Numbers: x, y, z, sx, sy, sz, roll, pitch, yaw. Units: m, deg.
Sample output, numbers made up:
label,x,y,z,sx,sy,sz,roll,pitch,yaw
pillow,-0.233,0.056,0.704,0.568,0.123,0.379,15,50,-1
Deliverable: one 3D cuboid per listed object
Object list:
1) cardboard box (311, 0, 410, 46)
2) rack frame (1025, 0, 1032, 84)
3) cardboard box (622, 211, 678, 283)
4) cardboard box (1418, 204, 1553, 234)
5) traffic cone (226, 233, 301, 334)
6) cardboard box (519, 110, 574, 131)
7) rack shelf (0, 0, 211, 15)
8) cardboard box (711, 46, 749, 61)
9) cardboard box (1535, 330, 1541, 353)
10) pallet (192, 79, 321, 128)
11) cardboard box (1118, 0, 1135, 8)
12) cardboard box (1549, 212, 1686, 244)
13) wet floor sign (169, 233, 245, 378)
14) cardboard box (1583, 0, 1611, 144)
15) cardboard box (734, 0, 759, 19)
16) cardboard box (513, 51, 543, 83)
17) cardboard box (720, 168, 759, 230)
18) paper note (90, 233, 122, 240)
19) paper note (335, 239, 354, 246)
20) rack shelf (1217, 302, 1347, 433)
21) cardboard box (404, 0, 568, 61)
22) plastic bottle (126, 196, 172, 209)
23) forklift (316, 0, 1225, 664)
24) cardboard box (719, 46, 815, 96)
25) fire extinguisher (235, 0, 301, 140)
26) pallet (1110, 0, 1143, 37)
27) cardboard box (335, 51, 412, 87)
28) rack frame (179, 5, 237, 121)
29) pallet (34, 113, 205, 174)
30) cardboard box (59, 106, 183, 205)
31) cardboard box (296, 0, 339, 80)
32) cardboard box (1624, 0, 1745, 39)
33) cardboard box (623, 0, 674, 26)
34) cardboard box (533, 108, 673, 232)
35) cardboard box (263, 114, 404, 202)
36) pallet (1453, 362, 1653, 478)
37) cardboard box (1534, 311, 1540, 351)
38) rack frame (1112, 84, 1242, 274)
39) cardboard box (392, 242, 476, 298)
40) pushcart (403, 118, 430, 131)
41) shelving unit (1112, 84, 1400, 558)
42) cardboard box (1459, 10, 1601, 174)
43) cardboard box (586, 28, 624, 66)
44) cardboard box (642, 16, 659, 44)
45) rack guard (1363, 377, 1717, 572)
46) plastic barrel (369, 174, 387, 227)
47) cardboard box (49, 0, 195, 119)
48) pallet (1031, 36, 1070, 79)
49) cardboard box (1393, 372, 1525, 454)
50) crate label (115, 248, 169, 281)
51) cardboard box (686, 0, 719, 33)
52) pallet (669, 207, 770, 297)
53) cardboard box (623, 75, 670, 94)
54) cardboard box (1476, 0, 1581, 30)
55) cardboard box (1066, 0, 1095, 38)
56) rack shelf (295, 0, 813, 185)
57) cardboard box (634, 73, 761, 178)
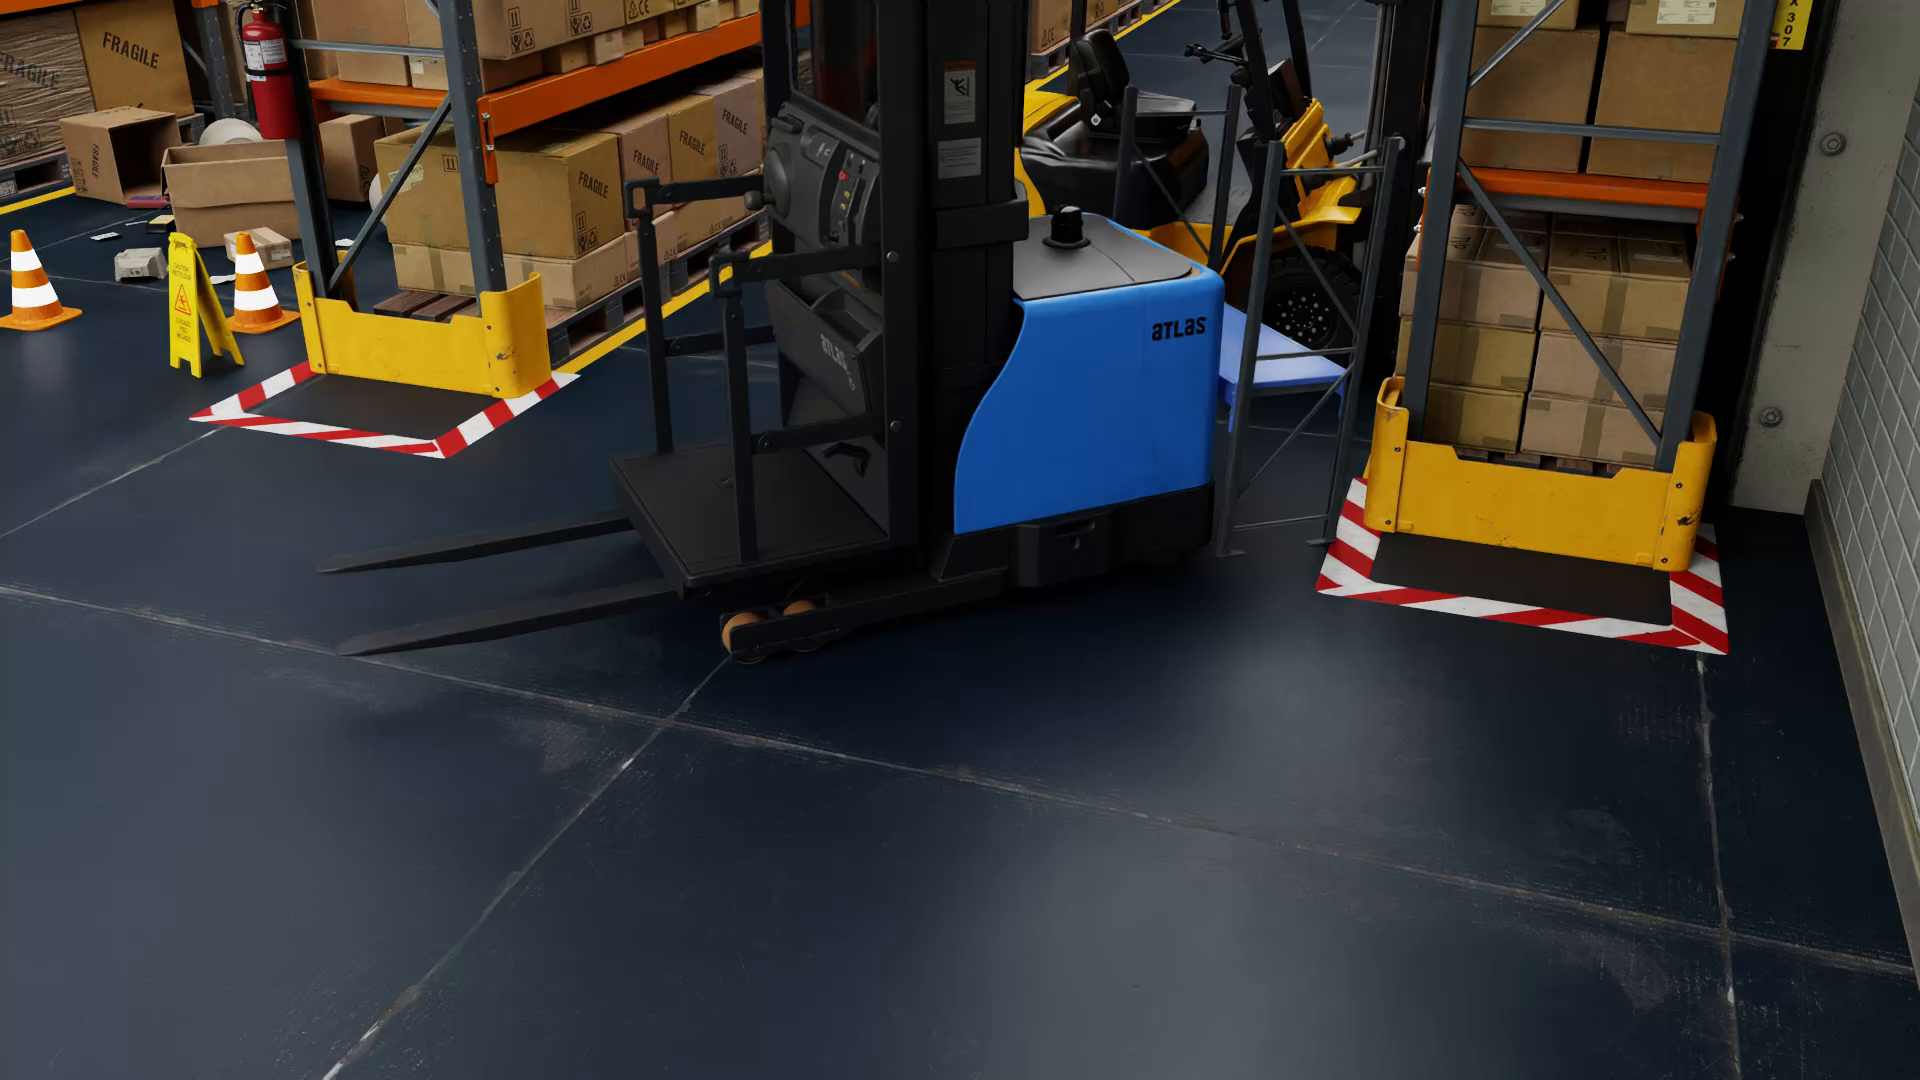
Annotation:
label,x,y,z,sx,sy,sz,roll,pitch,yaw
cardboard box,-2.615,-2.552,7.622,0.500,0.500,0.500,8,27,17
rack frame,0.126,-5.397,13.956,1.000,3.000,0.127,9,27,17
cardboard box,-1.830,-1.561,8.706,0.500,0.250,0.500,10,27,19
cardboard box,2.170,-1.238,6.891,0.500,0.250,0.500,9,27,18
traffic cone,-3.609,-1.332,8.470,0.336,0.463,0.334,9,27,17
cardboard box,-2.345,-1.981,8.712,0.500,0.500,0.500,10,28,19
rack shelf,-6.572,-3.284,10.417,1.077,0.370,4.000,9,27,17
cardboard box,-1.656,-2.839,10.485,0.500,0.500,0.500,10,28,20
cardboard box,2.655,-0.939,6.847,0.500,0.250,0.500,8,27,17
pallet,-5.720,-3.503,13.242,1.003,0.211,1.213,9,27,17
cardboard box,1.327,-6.008,17.172,0.875,0.875,0.875,10,27,19
cardboard box,2.648,-1.169,6.748,0.500,0.250,0.500,9,27,18
wet floor sign,-3.608,-1.127,7.838,0.267,0.644,0.232,20,32,35
cardboard box,2.725,-1.817,6.446,0.500,0.500,0.500,10,27,19
cardboard box,-1.359,-3.046,9.388,0.380,0.149,0.250,8,27,17
cardboard box,-2.157,-2.212,7.665,0.380,0.149,0.250,9,27,18
cardboard box,-1.489,-1.995,9.601,0.500,0.250,0.500,9,27,18
paper note,-5.128,-1.830,9.997,0.144,0.017,0.142,20,32,35
paper note,-3.674,-1.773,9.890,0.148,0.019,0.142,20,32,35
rack shelf,1.004,-0.690,6.333,0.538,0.185,1.000,-7,27,-22
cardboard box,-2.117,-2.443,7.398,0.500,0.500,0.500,8,27,17
plastic bottle,-5.163,-2.161,10.643,0.283,0.061,0.133,0,26,-1
forklift,-0.639,-1.177,5.317,3.031,2.935,1.130,-11,28,-22
cardboard box,-1.148,-2.761,10.322,0.500,0.500,0.500,8,27,17
fire extinguisher,-3.008,-2.095,7.223,0.296,0.674,0.183,9,27,17
pallet,1.272,-5.458,17.281,1.003,0.211,1.213,9,27,17
cardboard box,-2.613,-2.181,7.602,0.380,0.149,0.250,10,27,19
rack frame,-5.906,-4.430,11.957,1.000,3.000,0.127,9,27,17
pallet,-6.233,-2.874,11.943,1.003,0.211,1.213,9,27,17
cardboard box,-5.455,-2.519,10.877,0.500,0.500,0.500,14,29,26
cardboard box,-5.460,-4.270,13.727,1.050,0.750,0.750,9,27,17
cardboard box,2.504,-1.830,5.729,0.380,0.149,0.250,8,27,16
cardboard box,-1.779,-2.866,8.271,0.500,0.500,0.500,8,27,16
cardboard box,-1.829,-1.916,8.577,0.500,0.500,0.500,8,27,16
cardboard box,-4.035,-2.522,10.725,0.797,0.637,0.503,9,27,17
pallet,2.361,-0.457,6.951,1.003,0.211,1.213,9,27,17
cardboard box,2.191,-1.018,7.010,0.500,0.250,0.500,8,27,17
rack frame,0.819,-1.058,6.681,0.500,1.500,0.032,-7,27,-22
cardboard box,-2.512,-1.442,8.460,0.500,0.250,0.500,9,27,17
pushcart,-3.371,-2.883,11.772,1.648,0.377,0.936,0,26,-1
shelving unit,1.014,-0.854,6.259,0.538,1.500,1.048,-7,27,-22
cardboard box,2.062,-1.677,6.157,0.500,0.500,0.500,8,27,16
cardboard box,-1.864,-2.407,8.068,0.380,0.149,0.250,9,27,18
cardboard box,-1.779,-2.636,8.540,0.380,0.149,0.250,10,27,19
rack guard,2.138,-0.257,6.206,1.175,0.500,0.348,9,27,17
plastic barrel,-3.276,-2.019,9.933,0.421,0.421,0.512,-14,29,-27
cardboard box,-6.181,-3.414,11.816,0.875,0.875,0.875,9,27,18
pallet,0.460,-4.455,15.210,1.003,0.211,1.213,9,27,17
cardboard box,2.005,-0.582,6.683,0.500,0.250,0.500,9,27,18
crate label,-4.566,-1.538,9.270,0.250,0.136,0.298,-5,26,-9
cardboard box,-1.524,-2.834,8.950,0.380,0.149,0.250,9,27,18
pallet,-1.799,-1.714,9.549,1.003,0.211,1.213,9,27,17
cardboard box,-1.997,-2.405,9.587,0.500,0.500,0.500,10,28,20
cardboard box,1.997,-1.912,5.897,0.380,0.149,0.250,9,27,18
cardboard box,0.735,-5.268,15.644,0.875,0.875,0.875,9,27,18
rack shelf,-1.870,-2.608,9.020,1.077,0.370,4.000,9,27,17
cardboard box,-1.485,-2.341,9.457,0.500,0.500,0.500,10,28,20
